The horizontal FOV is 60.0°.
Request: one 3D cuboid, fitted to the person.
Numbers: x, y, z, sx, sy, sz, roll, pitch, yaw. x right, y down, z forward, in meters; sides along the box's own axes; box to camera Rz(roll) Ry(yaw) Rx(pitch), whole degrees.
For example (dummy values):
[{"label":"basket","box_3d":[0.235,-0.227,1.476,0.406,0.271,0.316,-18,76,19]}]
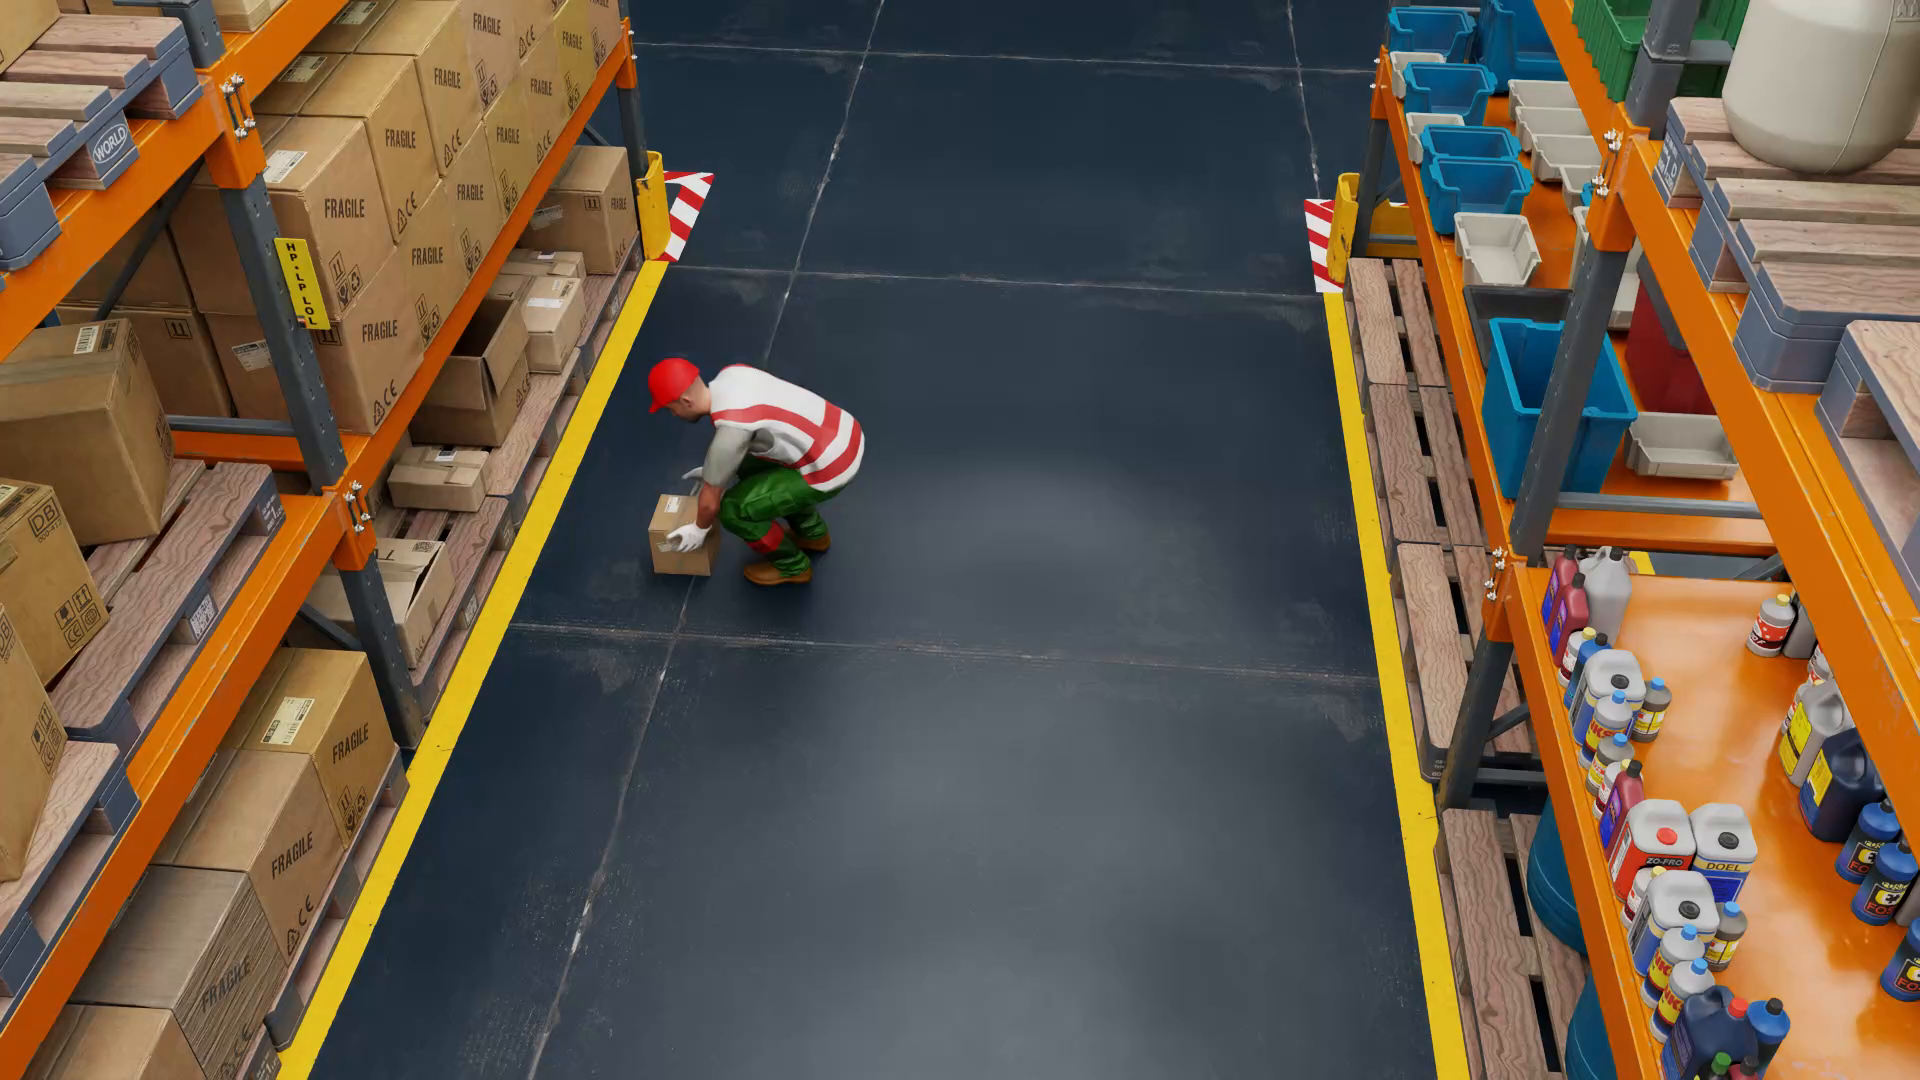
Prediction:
[{"label":"person","box_3d":[-0.842,-0.302,7.050,0.866,1.091,0.581,3,40,4]}]
